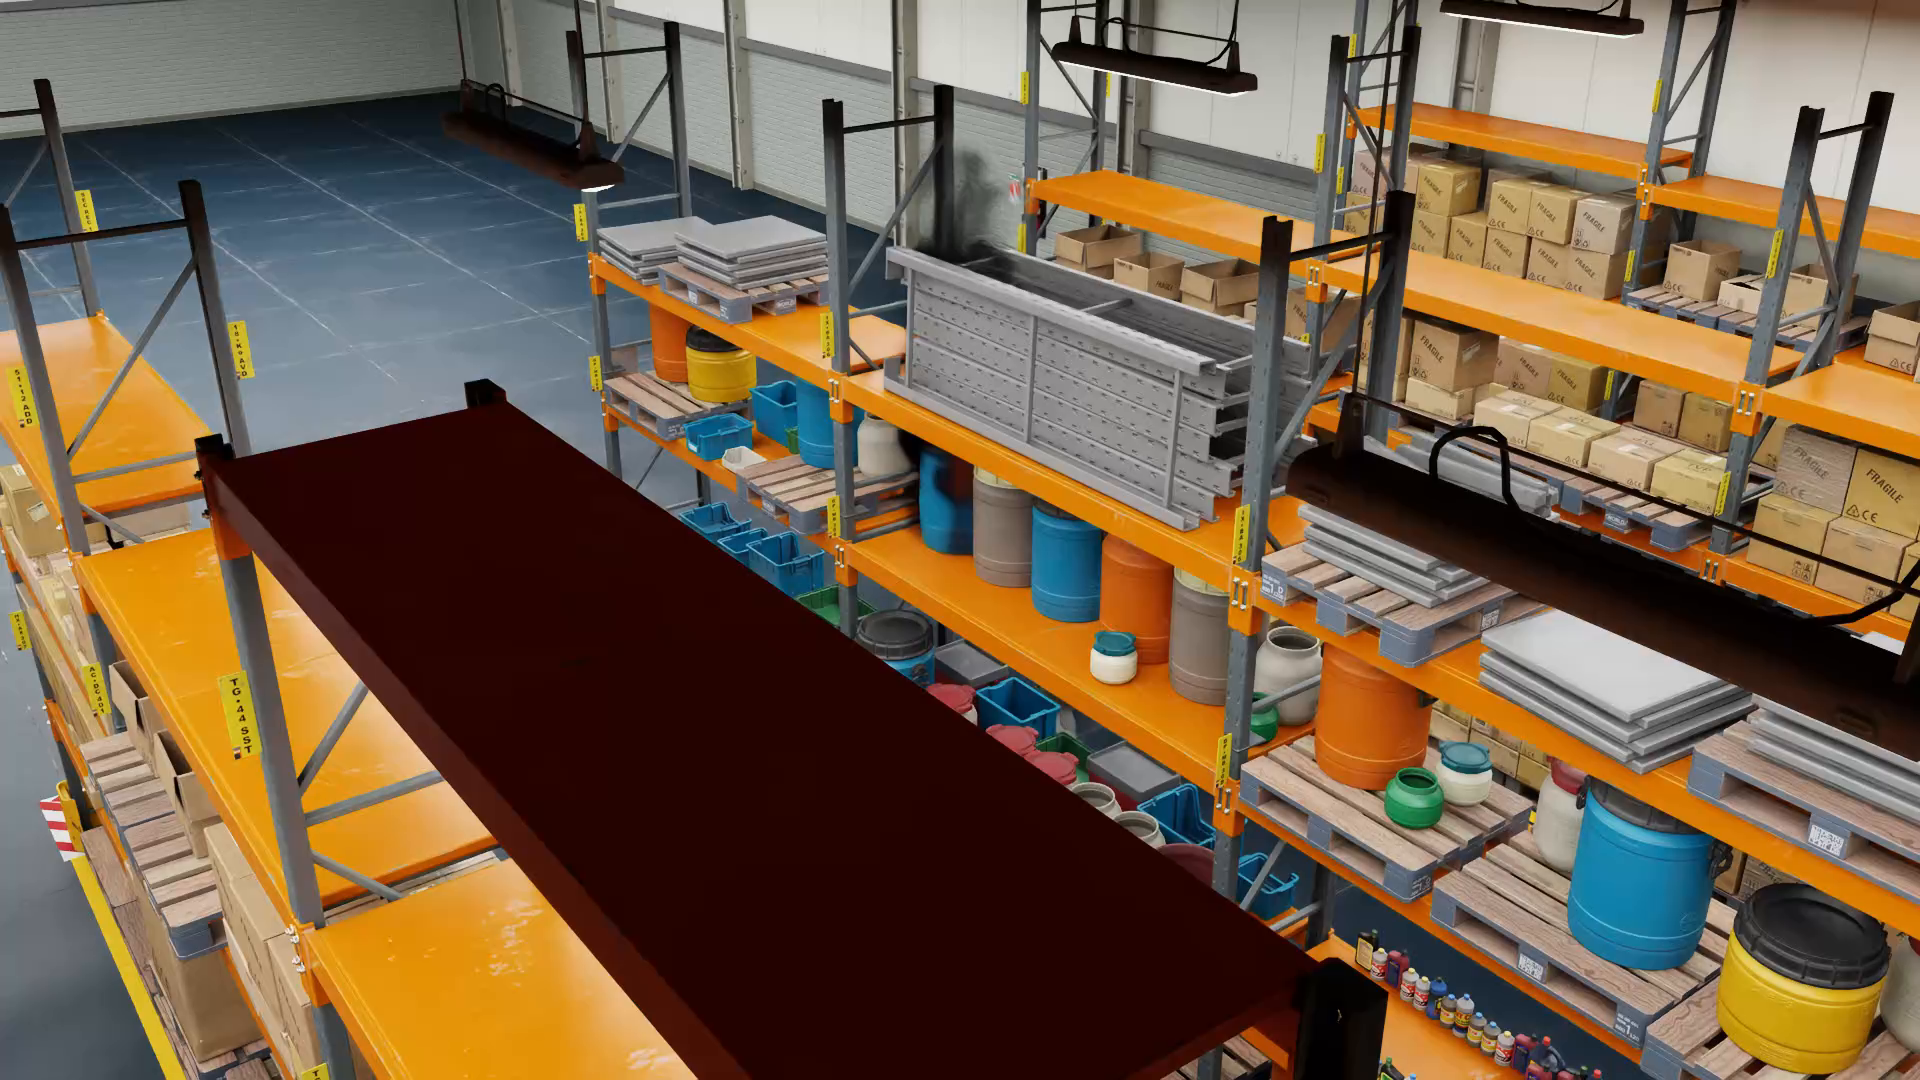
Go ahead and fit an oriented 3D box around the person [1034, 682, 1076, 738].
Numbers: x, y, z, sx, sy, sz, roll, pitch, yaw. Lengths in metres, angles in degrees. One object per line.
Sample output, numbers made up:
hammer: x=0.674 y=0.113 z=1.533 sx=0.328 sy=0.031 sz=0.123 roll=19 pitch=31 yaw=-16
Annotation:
person: x=0.867 y=1.179 z=14.473 sx=0.569 sy=1.661 sz=0.554 roll=-14 pitch=28 yaw=-27
